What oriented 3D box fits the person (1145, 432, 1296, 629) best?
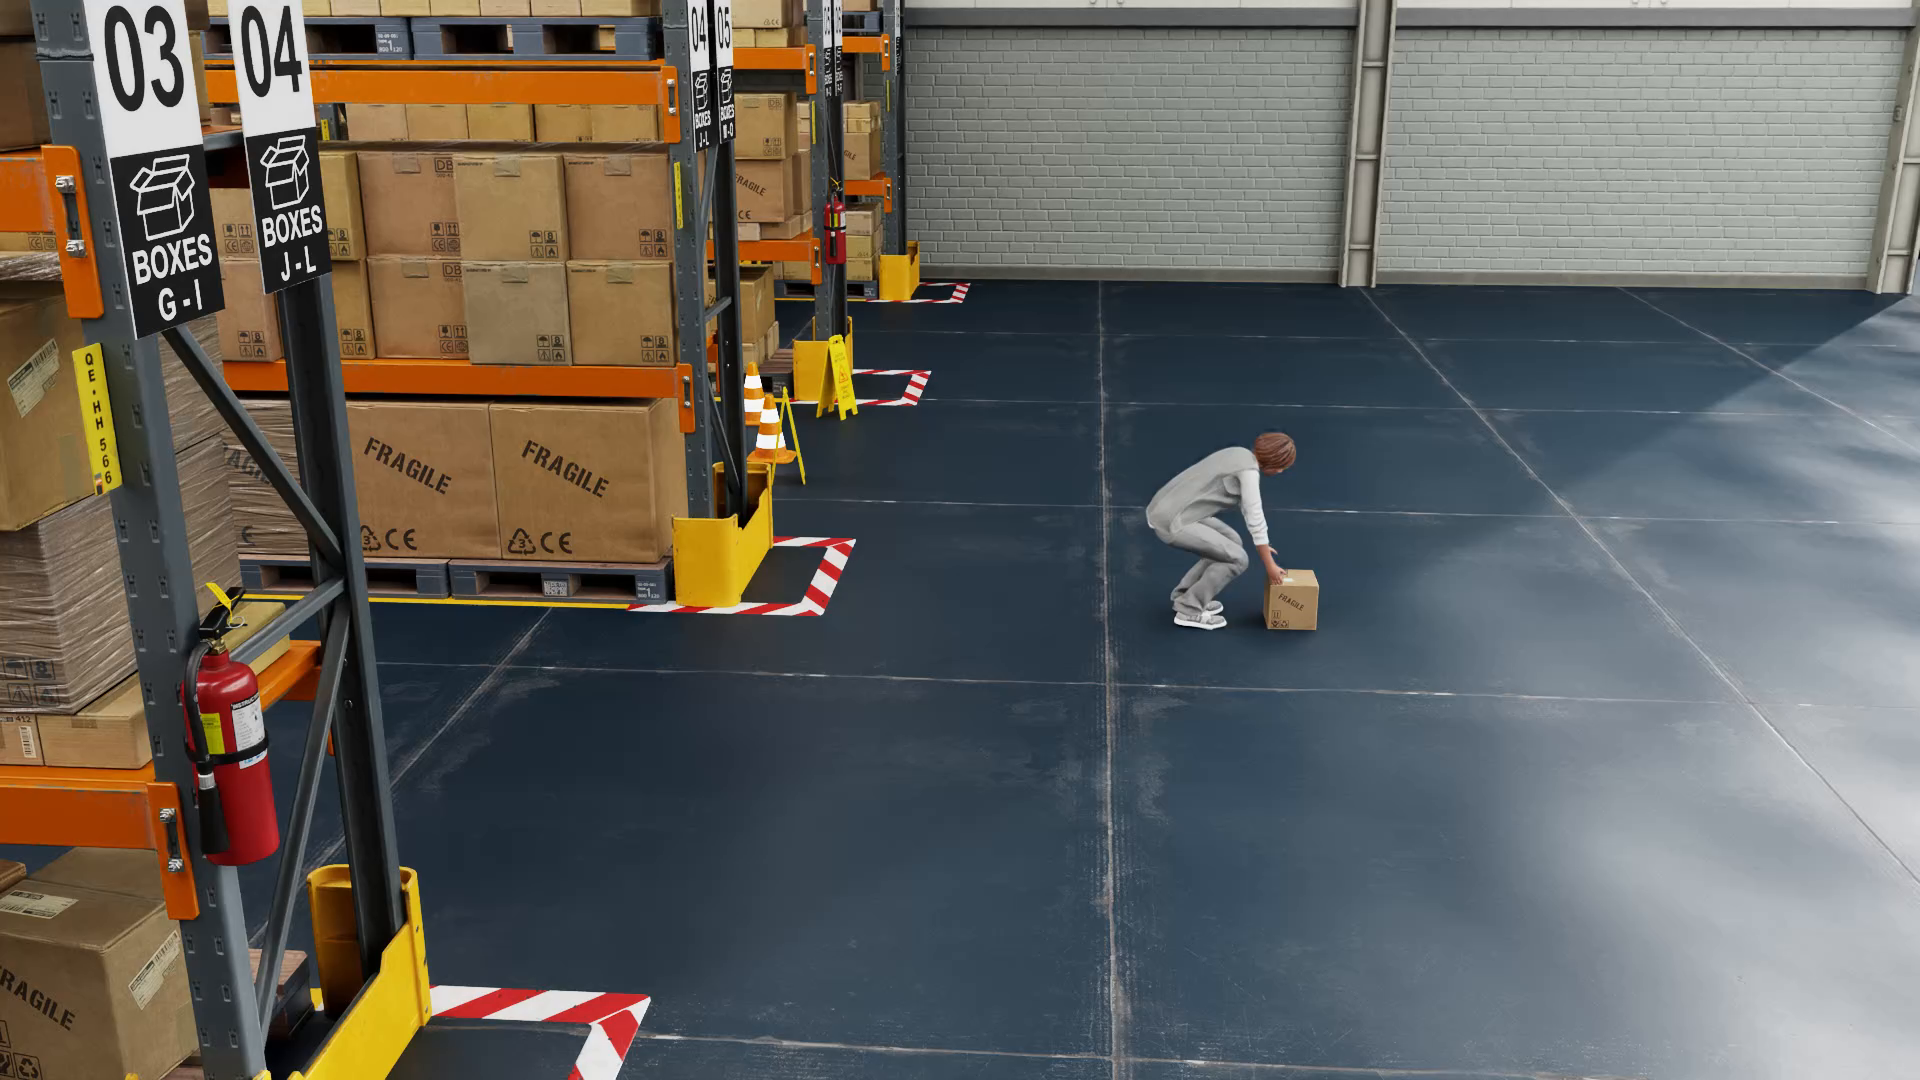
[{"bbox_3d":[1.354,-0.062,8.727,0.769,1.010,0.456,1,18,4],"label":"person"}]
